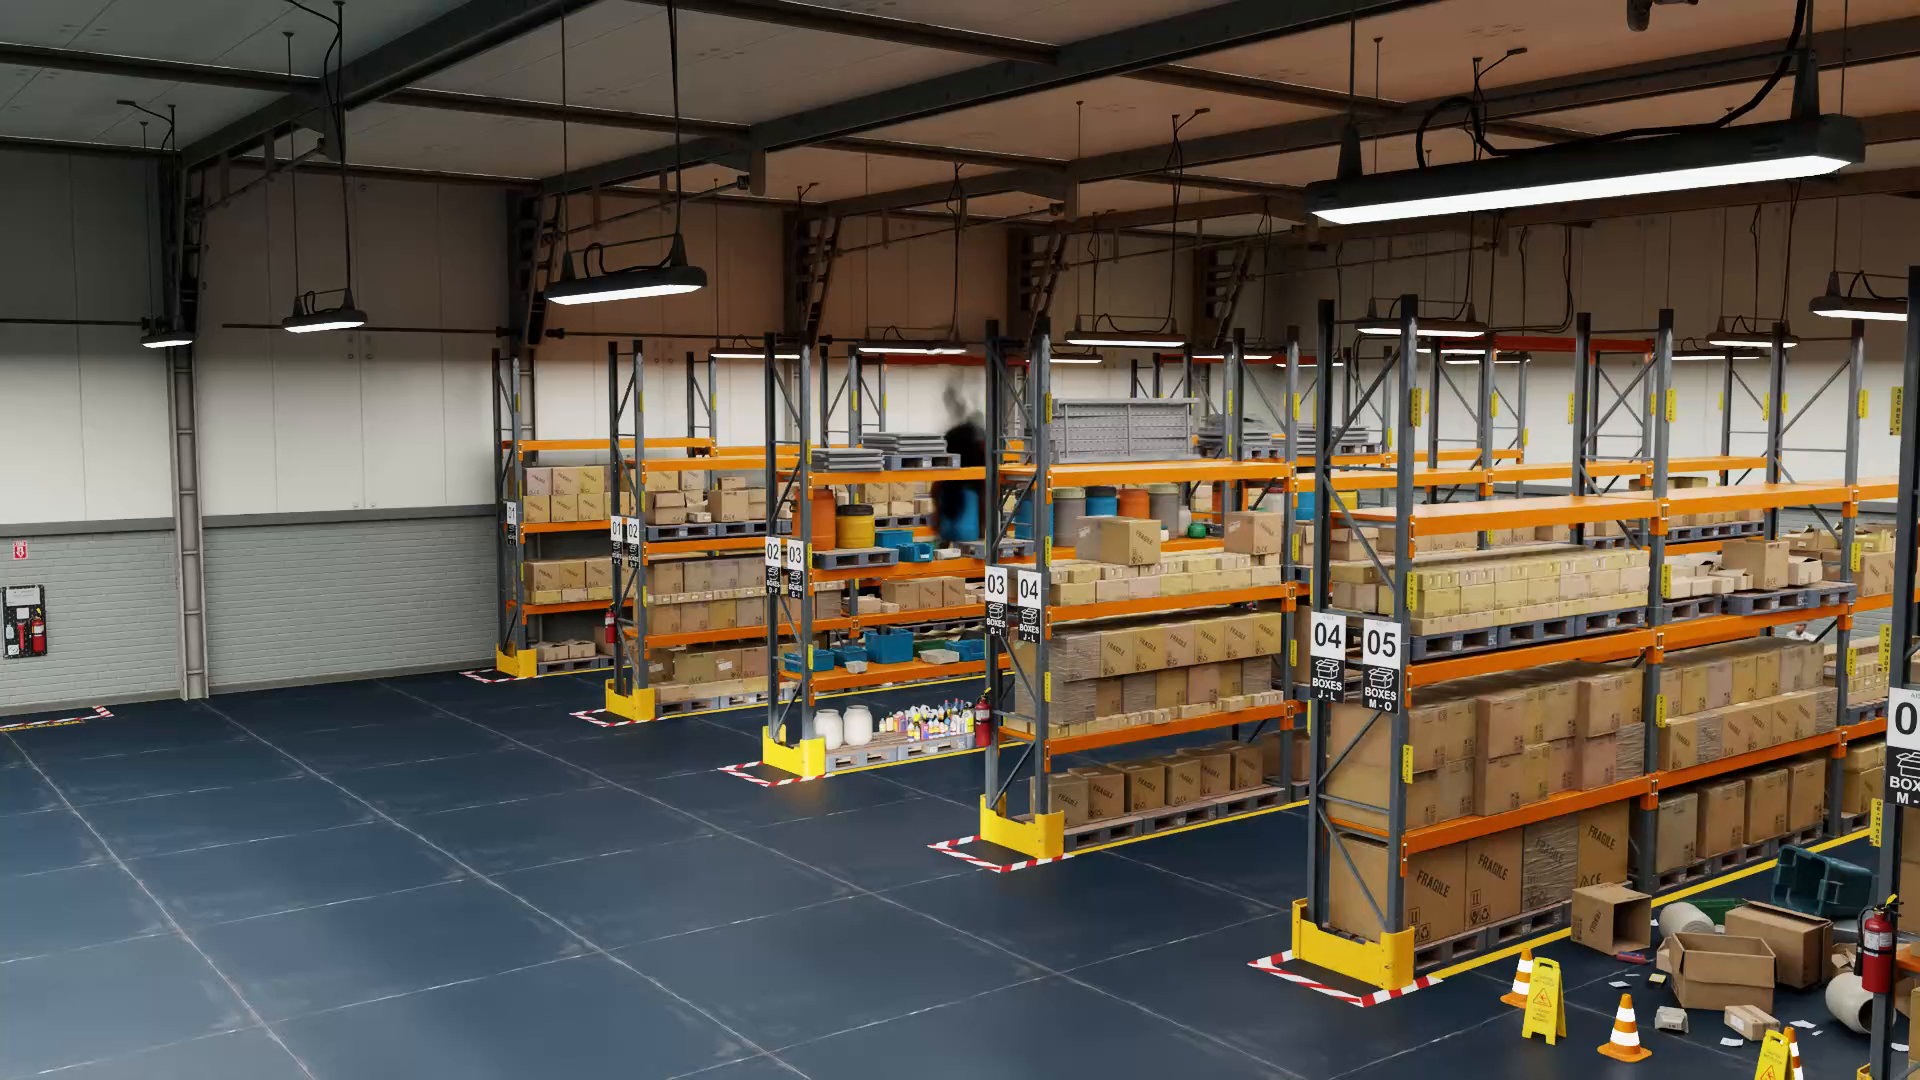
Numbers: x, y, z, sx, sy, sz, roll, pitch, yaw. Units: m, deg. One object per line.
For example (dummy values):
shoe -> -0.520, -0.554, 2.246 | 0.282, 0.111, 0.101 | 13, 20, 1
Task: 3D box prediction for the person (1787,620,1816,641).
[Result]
person -> 13.227, 2.032, 26.206 | 0.516, 1.713, 0.892 | 4, 7, 40
